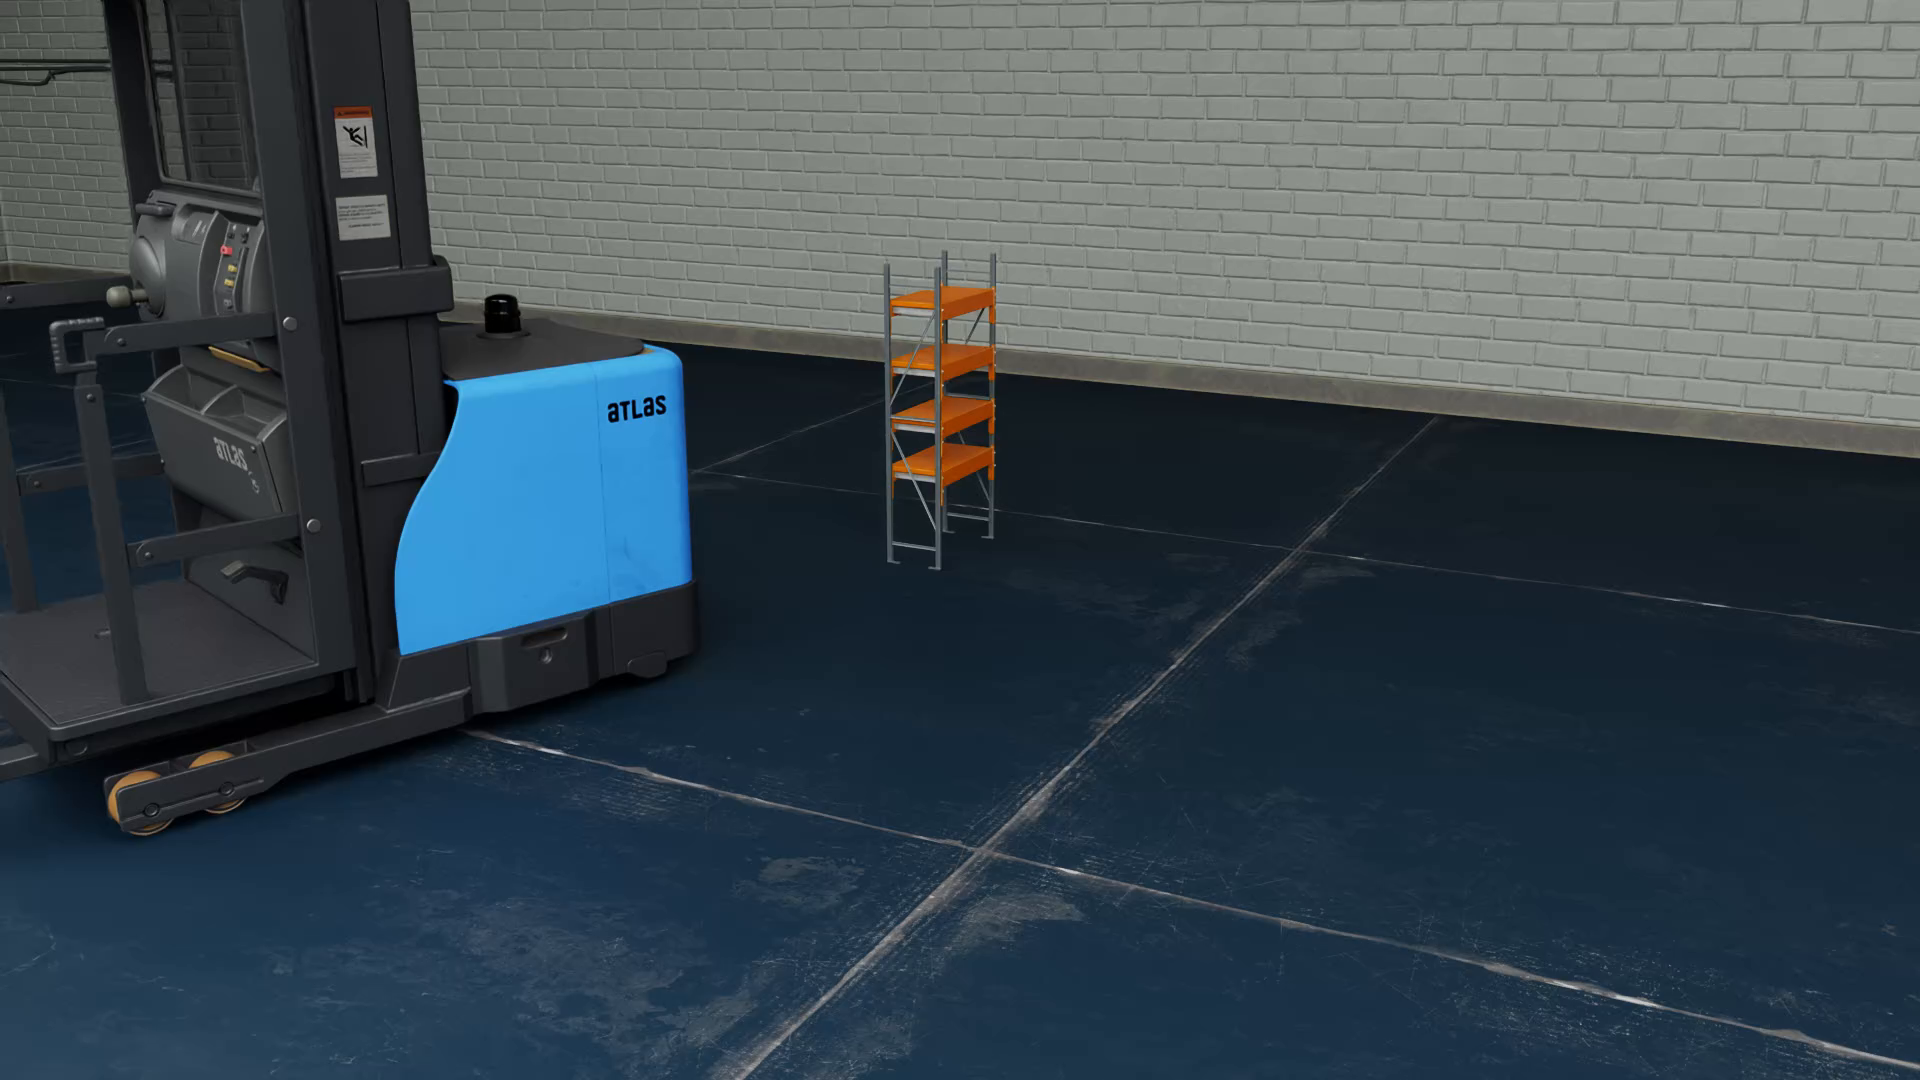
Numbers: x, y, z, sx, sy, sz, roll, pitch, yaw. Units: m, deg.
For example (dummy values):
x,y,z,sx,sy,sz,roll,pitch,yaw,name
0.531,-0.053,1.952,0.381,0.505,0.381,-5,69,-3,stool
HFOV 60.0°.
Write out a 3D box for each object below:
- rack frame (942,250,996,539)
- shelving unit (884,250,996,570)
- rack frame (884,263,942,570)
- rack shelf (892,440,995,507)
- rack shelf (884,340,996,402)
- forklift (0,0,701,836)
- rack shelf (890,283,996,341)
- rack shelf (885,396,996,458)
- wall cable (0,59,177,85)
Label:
x,y,z,sx,sy,sz,roll,pitch,yaw,name
0.035,-0.595,6.921,0.240,1.200,0.015,8,18,25,rack frame
-0.074,-0.533,6.712,0.258,1.200,0.503,8,18,25,shelving unit
-0.183,-0.471,6.502,0.240,1.200,0.015,8,18,25,rack frame
-0.074,-0.278,6.787,0.258,0.148,0.480,8,18,25,rack shelf
-0.074,-0.683,6.667,0.258,0.148,0.480,8,18,25,rack shelf
-2.292,-0.791,4.540,3.031,2.935,1.130,-15,22,-41,forklift
-0.074,-0.910,6.600,0.258,0.148,0.480,8,18,25,rack shelf
-0.074,-0.469,6.731,0.258,0.148,0.480,8,18,25,rack shelf
-7.126,-4.933,13.281,3.097,2.526,0.112,8,18,25,wall cable
